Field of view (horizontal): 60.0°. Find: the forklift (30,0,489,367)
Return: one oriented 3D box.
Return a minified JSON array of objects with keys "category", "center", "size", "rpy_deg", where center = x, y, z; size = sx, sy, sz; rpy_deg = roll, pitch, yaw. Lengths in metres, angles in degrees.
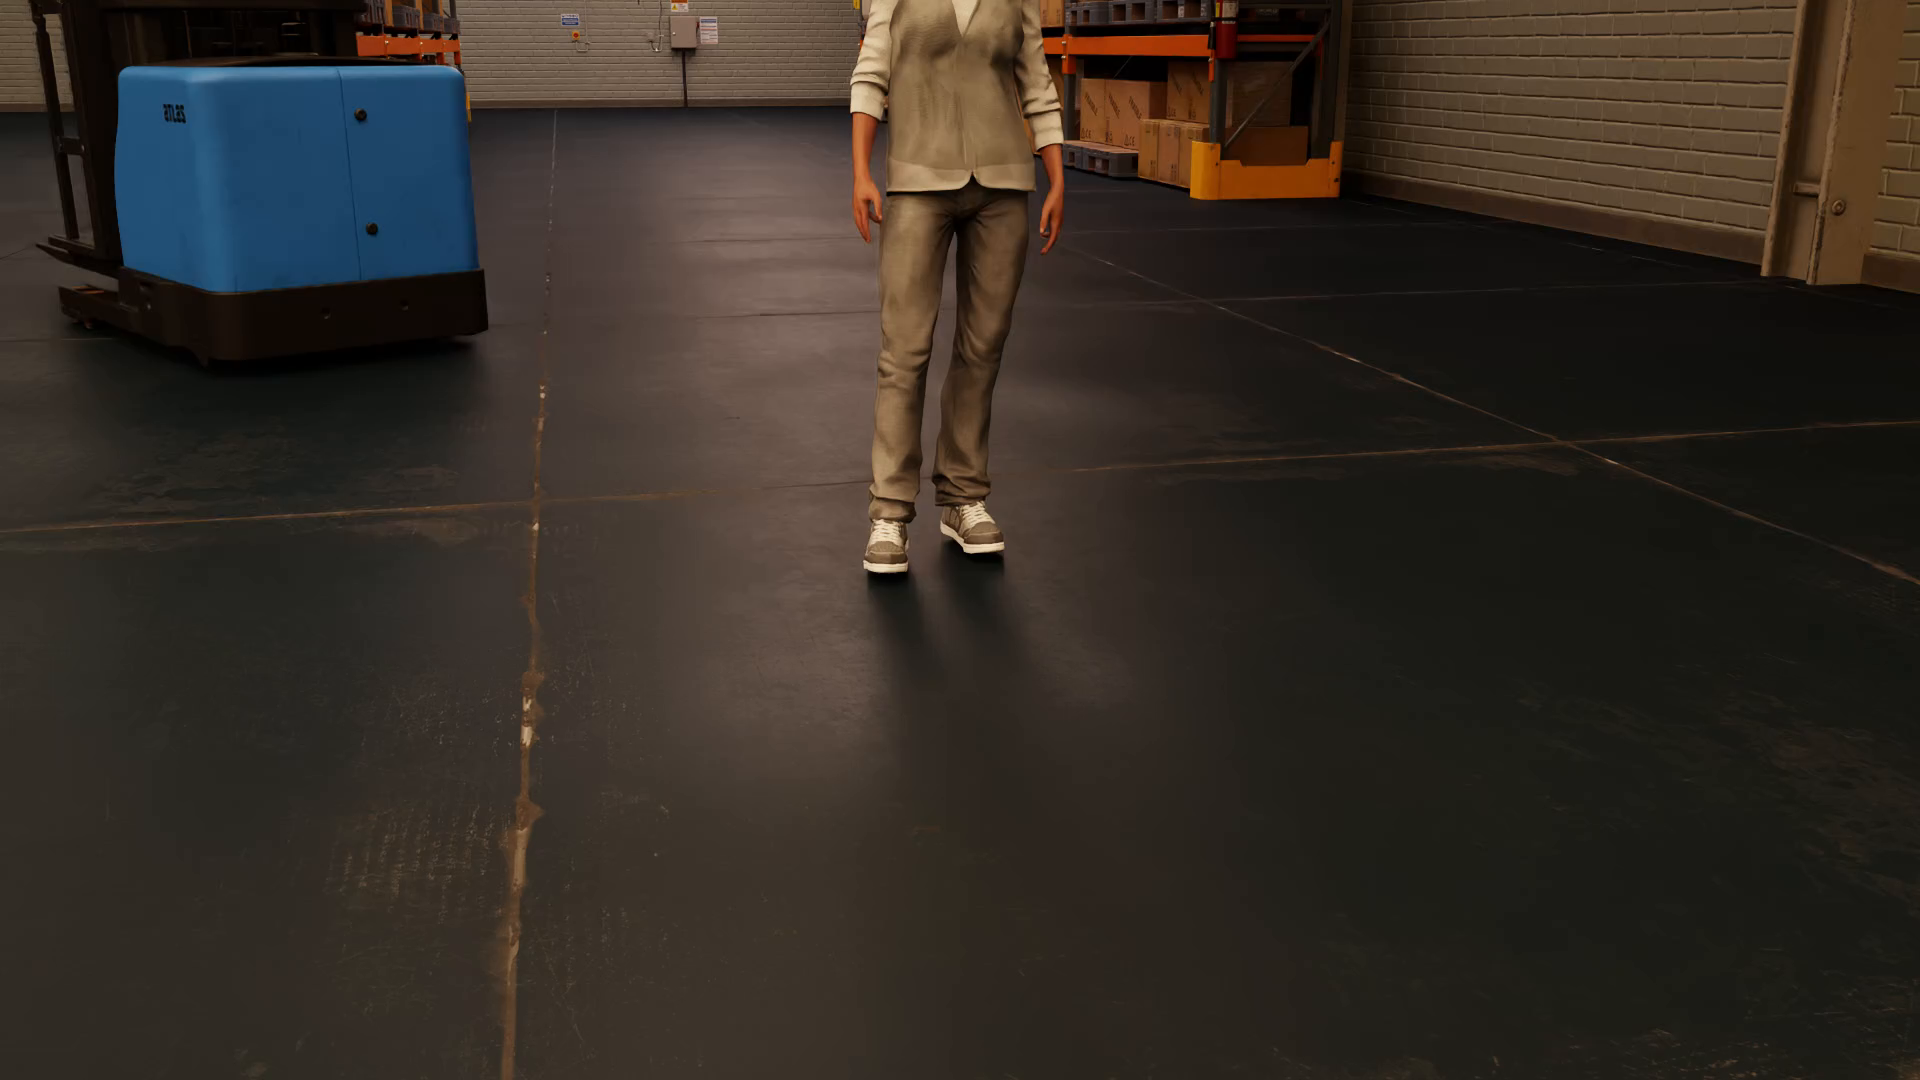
[{"category":"forklift","center":[-3.223,-2.379,6.879],"size":[1.130,2.935,3.031],"rpy_deg":[-15,22,-40]}]

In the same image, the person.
[{"category":"person","center":[0.003,-0.751,3.714],"size":[0.520,1.597,0.475],"rpy_deg":[-4,17,-12]}]
